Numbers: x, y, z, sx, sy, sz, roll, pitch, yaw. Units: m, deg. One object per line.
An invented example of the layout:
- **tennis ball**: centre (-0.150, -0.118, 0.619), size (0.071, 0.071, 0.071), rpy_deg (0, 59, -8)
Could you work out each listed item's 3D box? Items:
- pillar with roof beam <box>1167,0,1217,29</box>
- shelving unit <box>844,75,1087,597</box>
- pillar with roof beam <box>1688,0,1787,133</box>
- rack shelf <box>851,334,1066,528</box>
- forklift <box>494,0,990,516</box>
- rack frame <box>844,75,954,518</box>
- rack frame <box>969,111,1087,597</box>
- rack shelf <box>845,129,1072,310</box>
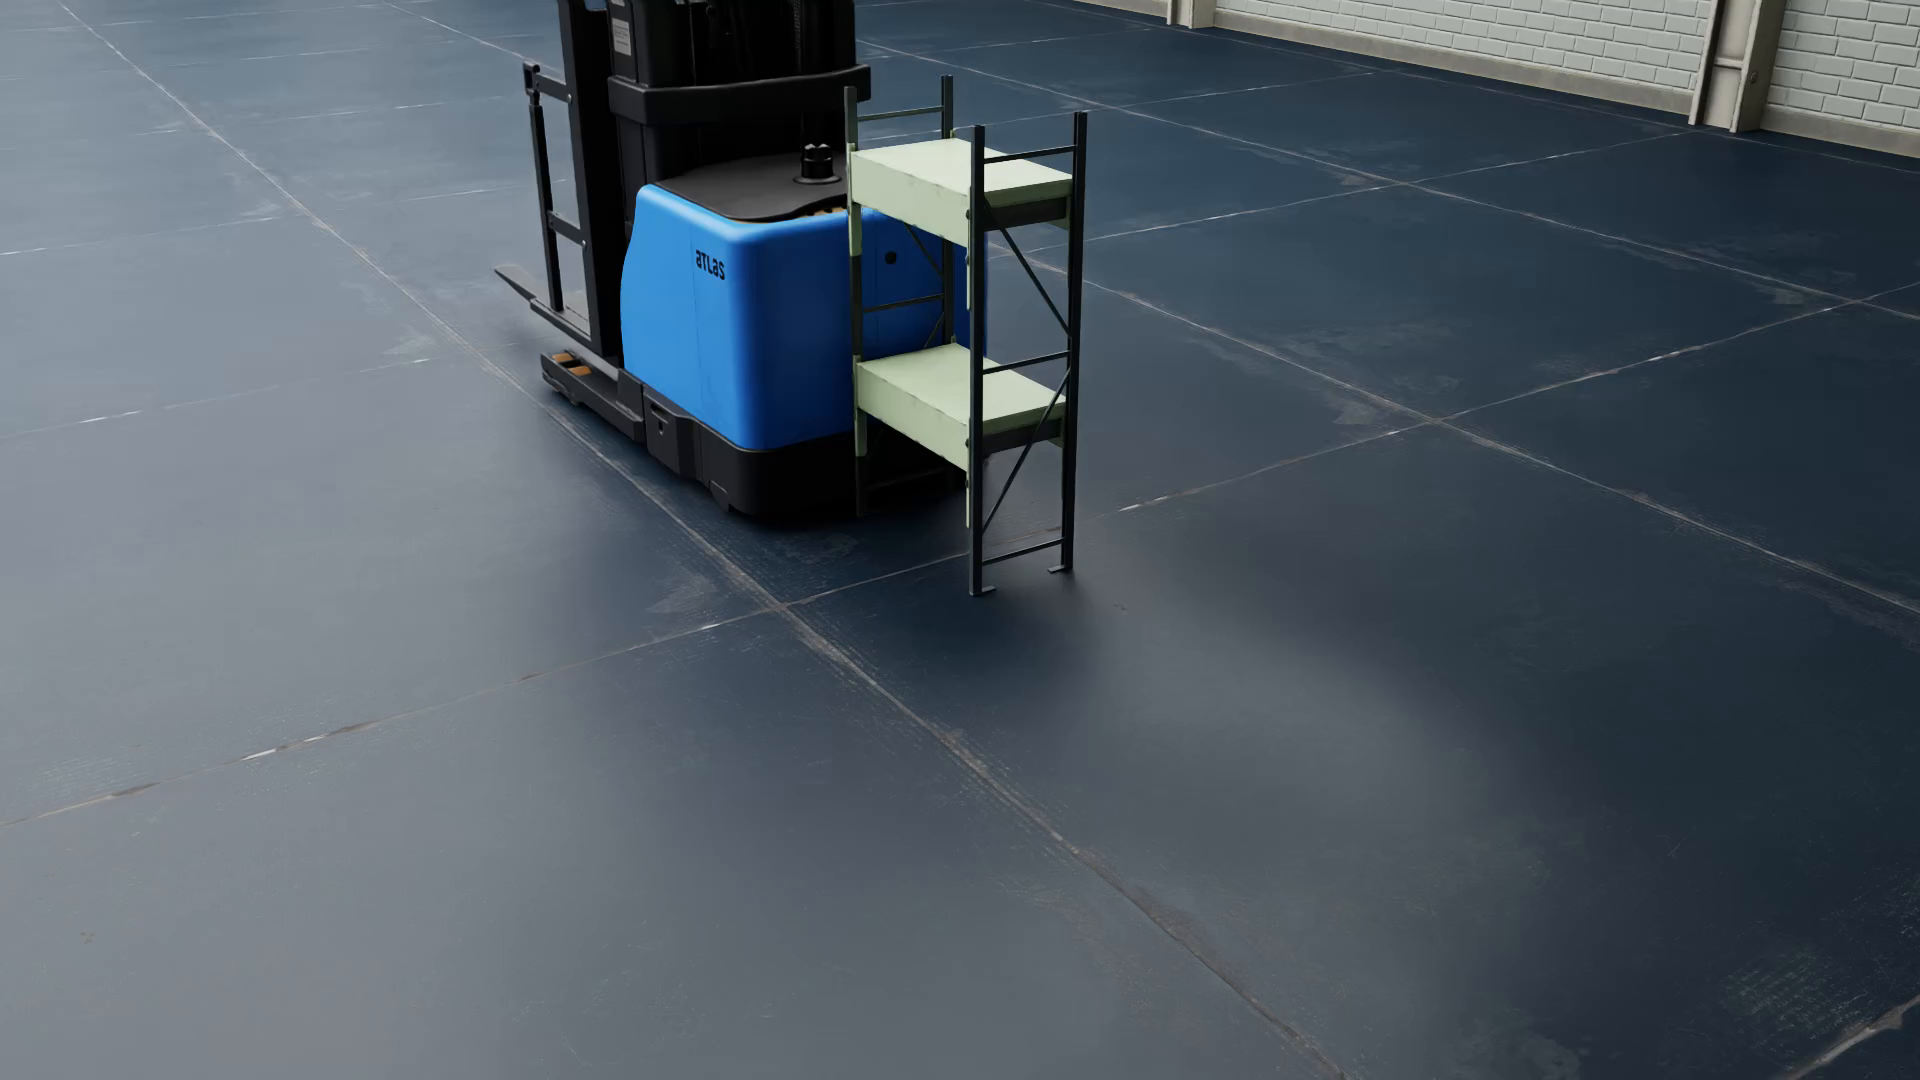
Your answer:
- **pillar with roof beam**: centre (-1.286, -8.245, 12.675), size (9.100, 9.000, 0.400), rpy_deg (-16, 29, -30)
- **shelving unit**: centre (0.004, -0.676, 5.425), size (0.431, 1.500, 0.755), rpy_deg (-16, 29, -30)
- **pillar with roof beam**: centre (1.990, -6.099, 8.129), size (9.100, 9.000, 0.400), rpy_deg (-16, 29, -30)
- **rack shelf**: centre (0.004, -0.381, 5.564), size (0.431, 0.370, 0.720), rpy_deg (-16, 29, -30)
- **forklift**: centre (-1.124, -1.987, 6.526), size (1.130, 2.935, 3.031), rpy_deg (-16, 30, -30)
- **rack frame**: centre (-0.196, -0.807, 5.702), size (0.400, 1.500, 0.023), rpy_deg (-16, 29, -30)
- **rack frame**: centre (0.203, -0.545, 5.147), size (0.400, 1.500, 0.023), rpy_deg (-16, 29, -30)
- **rack shelf**: centre (0.004, -1.029, 5.258), size (0.431, 0.370, 0.720), rpy_deg (-16, 29, -30)
